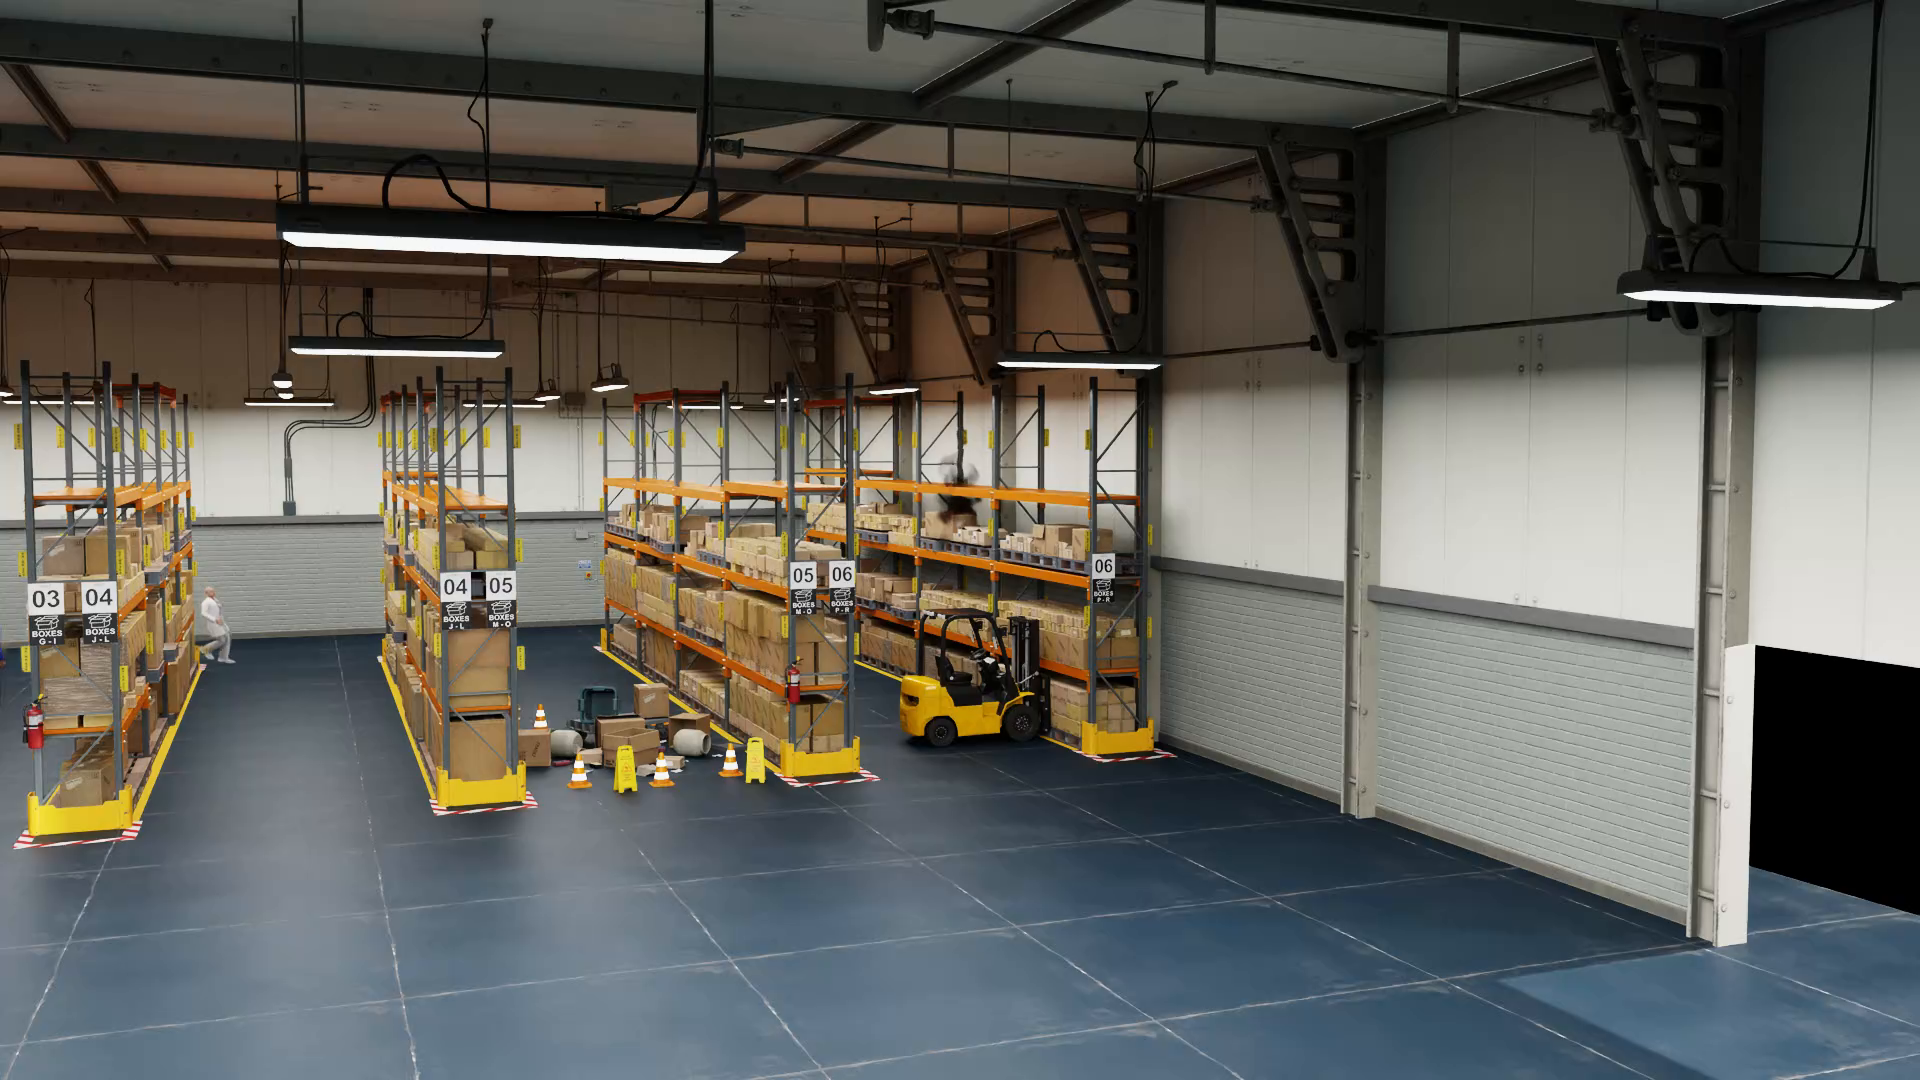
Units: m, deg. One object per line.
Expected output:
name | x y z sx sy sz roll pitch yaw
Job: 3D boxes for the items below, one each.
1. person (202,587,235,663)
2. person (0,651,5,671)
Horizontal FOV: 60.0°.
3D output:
person | -16.624 1.882 37.199 0.653 1.665 0.768 0 3 1
person | -17.070 2.442 29.174 0.555 1.609 0.550 -2 4 -30
